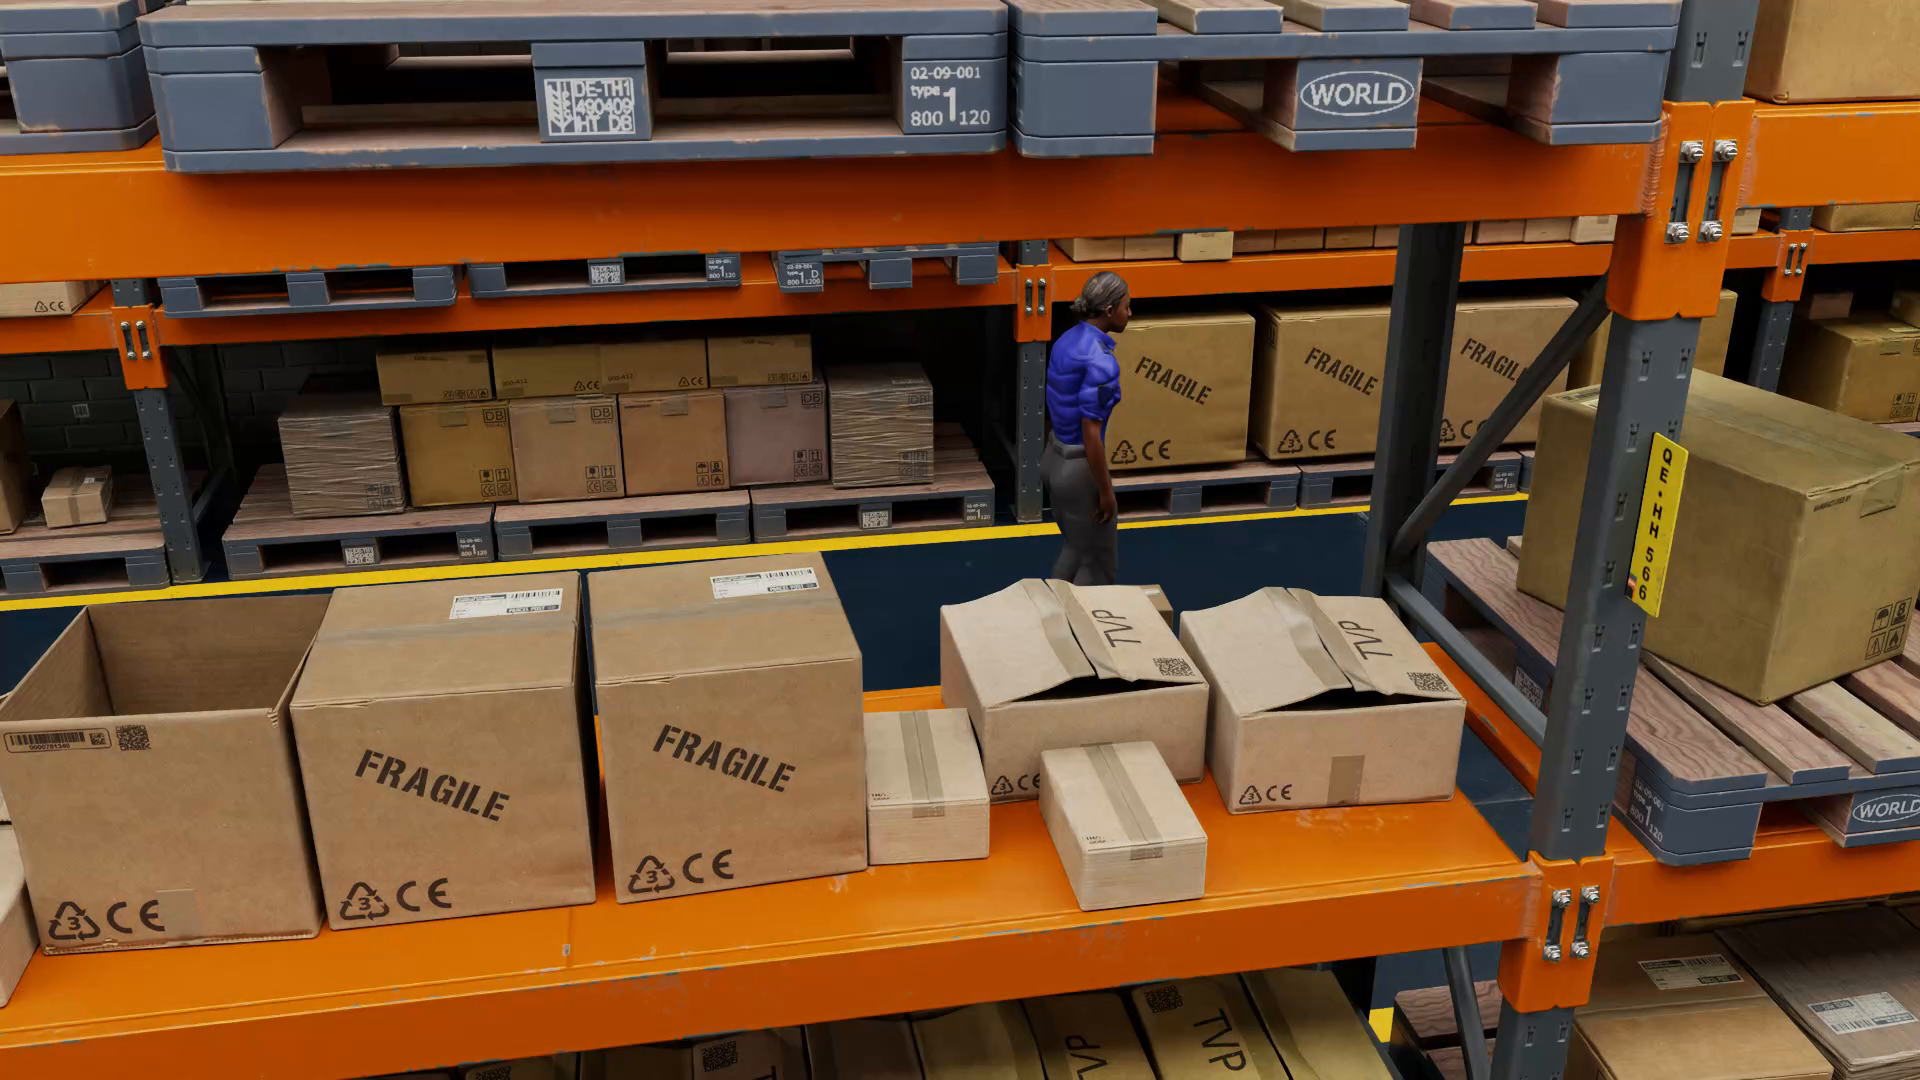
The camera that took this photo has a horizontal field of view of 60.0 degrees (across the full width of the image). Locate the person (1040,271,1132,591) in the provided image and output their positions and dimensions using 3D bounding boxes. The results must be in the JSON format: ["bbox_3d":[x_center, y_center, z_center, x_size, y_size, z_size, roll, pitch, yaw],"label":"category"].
[{"bbox_3d":[0.512,-0.262,6.710,0.349,1.653,0.519,-5,24,-12],"label":"person"}]
